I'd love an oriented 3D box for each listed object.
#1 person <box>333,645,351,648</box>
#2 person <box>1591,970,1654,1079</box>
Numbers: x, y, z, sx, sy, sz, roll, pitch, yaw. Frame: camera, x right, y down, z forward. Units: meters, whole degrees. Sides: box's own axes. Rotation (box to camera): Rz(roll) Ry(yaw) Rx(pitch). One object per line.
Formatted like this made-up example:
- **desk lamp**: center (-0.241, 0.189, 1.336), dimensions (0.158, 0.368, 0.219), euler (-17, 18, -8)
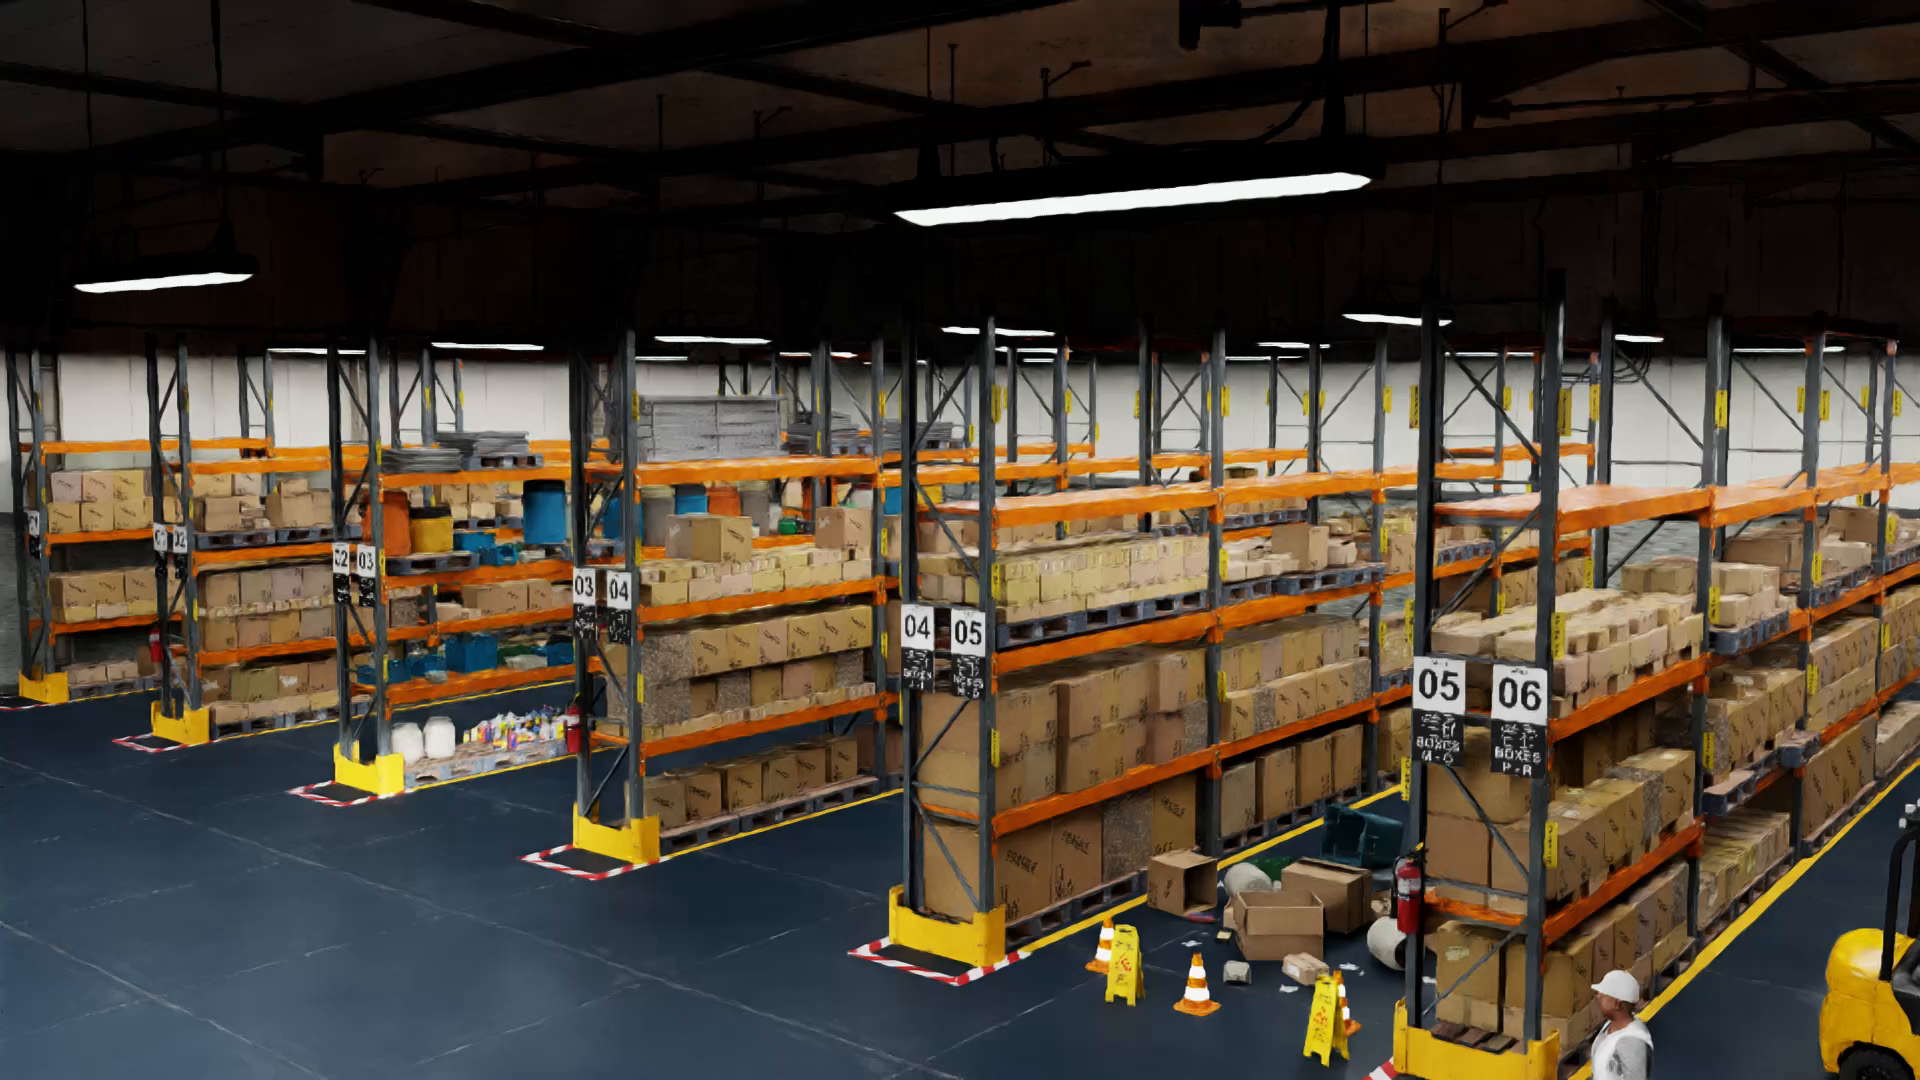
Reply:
- **person**: center (-10.653, 1.746, 28.609), dimensions (0.719, 1.714, 0.578), euler (4, 6, 37)
- **person**: center (3.954, 3.412, 9.758), dimensions (0.557, 1.779, 0.659), euler (1, 5, 10)
